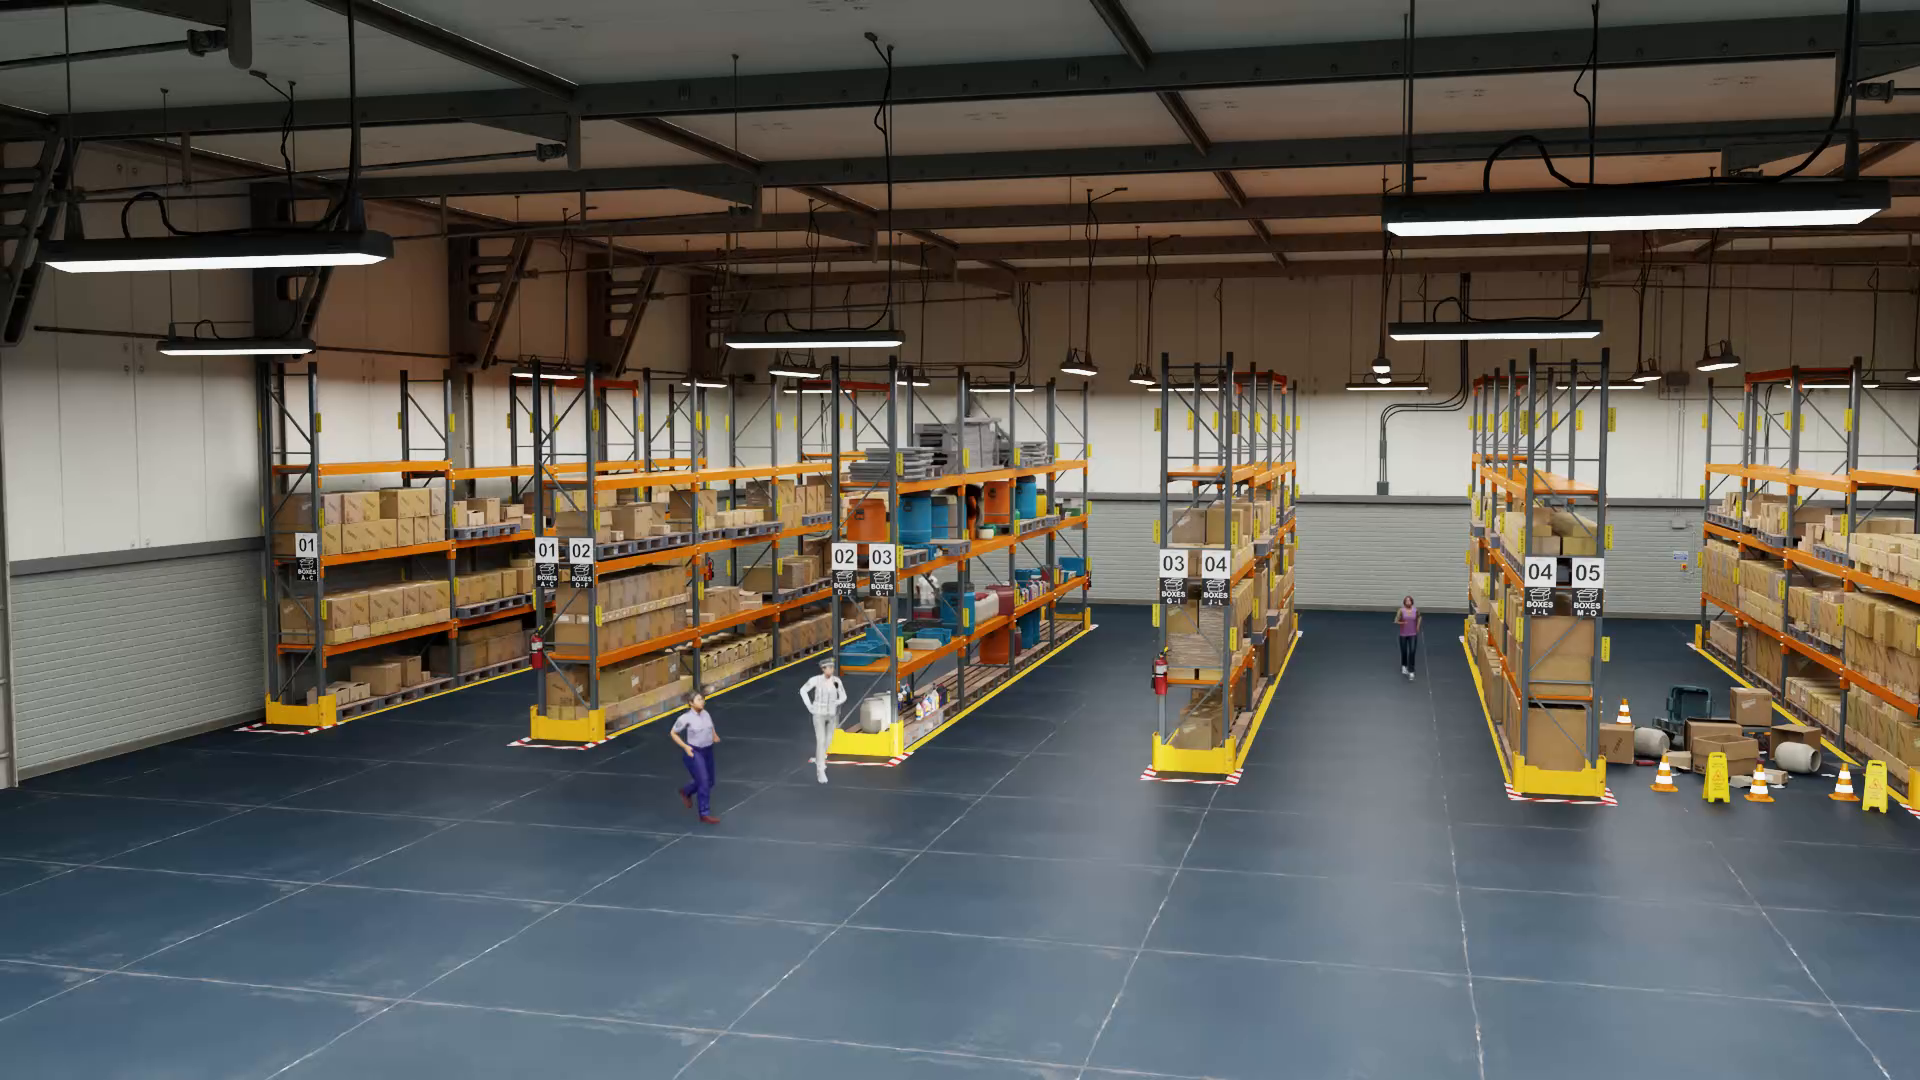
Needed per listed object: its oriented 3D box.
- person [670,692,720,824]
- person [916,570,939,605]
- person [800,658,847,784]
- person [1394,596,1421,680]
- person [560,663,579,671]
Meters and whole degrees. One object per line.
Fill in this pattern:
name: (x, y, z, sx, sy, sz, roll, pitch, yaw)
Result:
person: (-3.325, 2.725, 20.975, 0.813, 1.601, 0.620, 3, 5, 37)
person: (-0.780, 1.402, 39.249, 0.563, 1.664, 0.572, 0, 4, 4)
person: (-1.886, 2.508, 23.546, 0.616, 1.706, 0.872, -2, 5, -28)
person: (8.764, 1.888, 32.545, 0.531, 1.607, 0.838, 1, 4, 10)
person: (-7.004, 2.069, 30.022, 0.548, 1.657, 0.674, 1, 4, 11)
